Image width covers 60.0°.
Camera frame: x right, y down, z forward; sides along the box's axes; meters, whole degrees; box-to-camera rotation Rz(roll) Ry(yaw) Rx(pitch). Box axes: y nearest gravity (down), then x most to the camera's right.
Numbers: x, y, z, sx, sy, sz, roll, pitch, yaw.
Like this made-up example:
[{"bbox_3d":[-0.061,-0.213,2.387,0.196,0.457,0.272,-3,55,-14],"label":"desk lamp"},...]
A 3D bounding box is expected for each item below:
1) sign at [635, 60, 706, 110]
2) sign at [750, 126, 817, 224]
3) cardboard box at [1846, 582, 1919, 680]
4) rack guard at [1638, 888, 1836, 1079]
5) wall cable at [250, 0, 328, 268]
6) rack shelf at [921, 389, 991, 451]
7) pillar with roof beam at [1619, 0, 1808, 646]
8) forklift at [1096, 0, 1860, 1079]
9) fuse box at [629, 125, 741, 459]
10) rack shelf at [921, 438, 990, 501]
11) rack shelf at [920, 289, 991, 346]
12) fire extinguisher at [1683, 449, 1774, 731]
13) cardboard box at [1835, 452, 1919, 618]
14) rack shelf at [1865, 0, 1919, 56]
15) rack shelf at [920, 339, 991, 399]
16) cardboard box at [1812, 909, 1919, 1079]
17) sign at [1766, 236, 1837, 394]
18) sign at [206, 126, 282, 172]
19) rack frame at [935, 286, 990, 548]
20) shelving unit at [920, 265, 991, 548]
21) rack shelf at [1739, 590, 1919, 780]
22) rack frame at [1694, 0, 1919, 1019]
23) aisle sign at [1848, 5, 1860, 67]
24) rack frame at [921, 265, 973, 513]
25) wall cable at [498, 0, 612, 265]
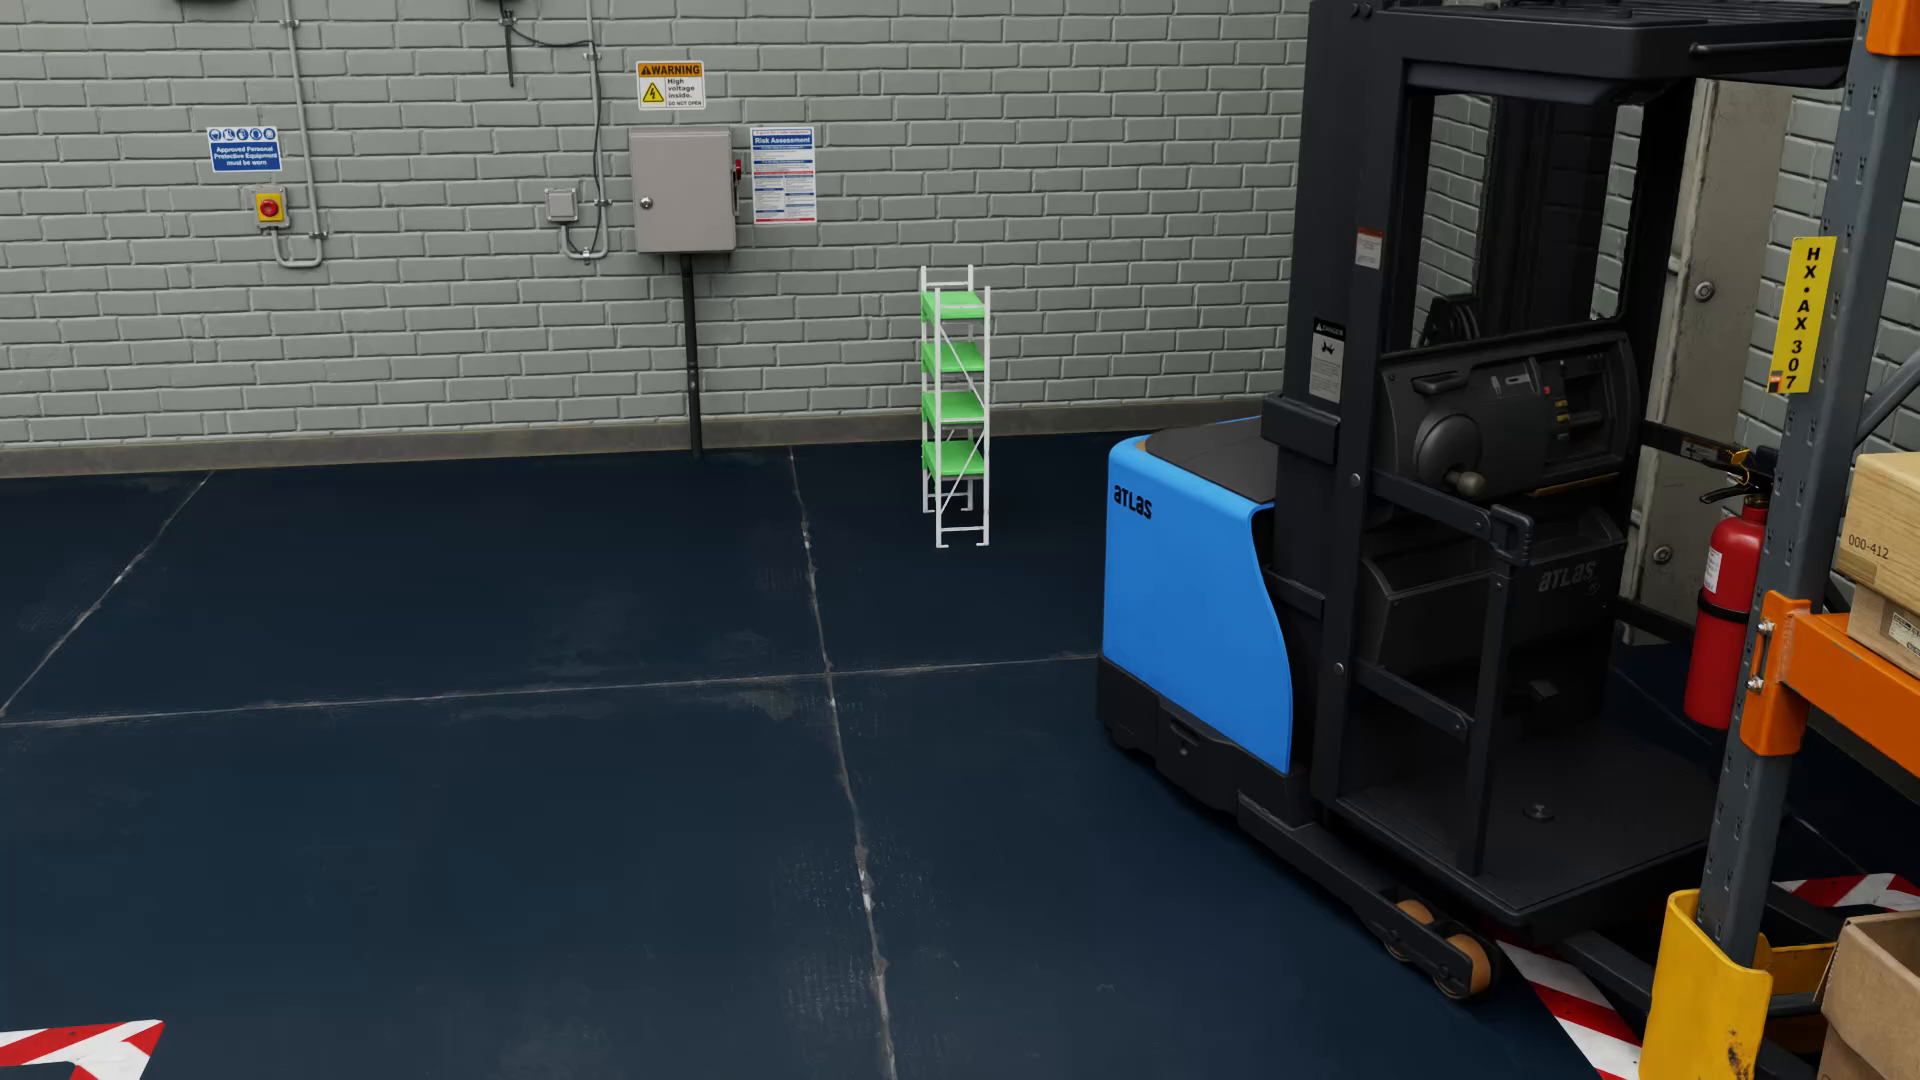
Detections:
[{"bbox_3d":[-1.458,-2.294,8.391,0.339,0.242,0.001,-3,21,-8],"label":"sign"},{"bbox_3d":[-0.915,-1.890,8.626,0.329,0.494,0.001,-3,21,-8],"label":"sign"},{"bbox_3d":[2.050,0.162,3.354,0.380,0.149,0.250,-3,21,-8],"label":"cardboard box"},{"bbox_3d":[2.285,1.114,4.019,1.175,0.500,0.348,-3,21,-8],"label":"rack guard"},{"bbox_3d":[-3.474,-2.273,8.019,0.585,1.953,0.123,-3,21,-8],"label":"wall cable"},{"bbox_3d":[-0.024,-0.560,7.682,0.258,0.148,0.480,-3,21,-8],"label":"rack shelf"},{"bbox_3d":[-1.483,-3.656,4.642,9.100,9.000,0.400,-3,21,-8],"label":"pillar with roof beam"},{"bbox_3d":[1.635,-0.331,4.414,1.130,2.935,3.031,-11,23,-27],"label":"forklift"},{"bbox_3d":[-1.374,-1.235,8.576,0.539,1.711,0.414,-3,21,-8],"label":"fuse box"},{"bbox_3d":[-0.024,-0.335,7.766,0.258,0.148,0.480,-3,21,-8],"label":"rack shelf"},{"bbox_3d":[-0.024,-1.009,7.514,0.258,0.148,0.480,-3,21,-8],"label":"rack shelf"},{"bbox_3d":[1.795,0.100,3.805,0.296,0.674,0.183,-3,21,-8],"label":"fire extinguisher"},{"bbox_3d":[2.072,0.018,3.169,0.500,0.250,0.500,-3,21,-7],"label":"cardboard box"},{"bbox_3d":[2.562,-0.459,1.399,1.077,0.370,4.000,-3,21,-8],"label":"rack shelf"},{"bbox_3d":[-0.024,-0.784,7.598,0.258,0.148,0.480,-3,21,-8],"label":"rack shelf"},{"bbox_3d":[2.268,1.106,3.436,0.797,0.503,0.637,-4,21,-10],"label":"cardboard box"},{"bbox_3d":[1.737,-0.461,3.427,0.100,0.325,0.005,-3,21,-8],"label":"sign"},{"bbox_3d":[-3.530,-1.928,8.205,0.327,0.218,0.001,-3,21,-8],"label":"sign"},{"bbox_3d":[0.011,-0.535,7.433,0.240,1.200,0.015,-3,21,-8],"label":"rack frame"},{"bbox_3d":[-0.024,-0.619,7.660,0.258,1.200,0.503,-3,21,-8],"label":"shelving unit"},{"bbox_3d":[2.562,0.946,1.924,1.077,0.370,4.000,-3,21,-8],"label":"rack shelf"},{"bbox_3d":[2.274,-0.083,3.652,1.000,3.000,0.127,-3,21,-8],"label":"rack frame"},{"bbox_3d":[1.973,-1.310,3.221,0.394,0.787,0.004,-3,21,-8],"label":"aisle sign"},{"bbox_3d":[-0.059,-0.704,7.886,0.240,1.200,0.015,-3,21,-8],"label":"rack frame"},{"bbox_3d":[-2.072,-2.334,8.227,0.588,1.984,0.122,-3,21,-8],"label":"wall cable"}]
